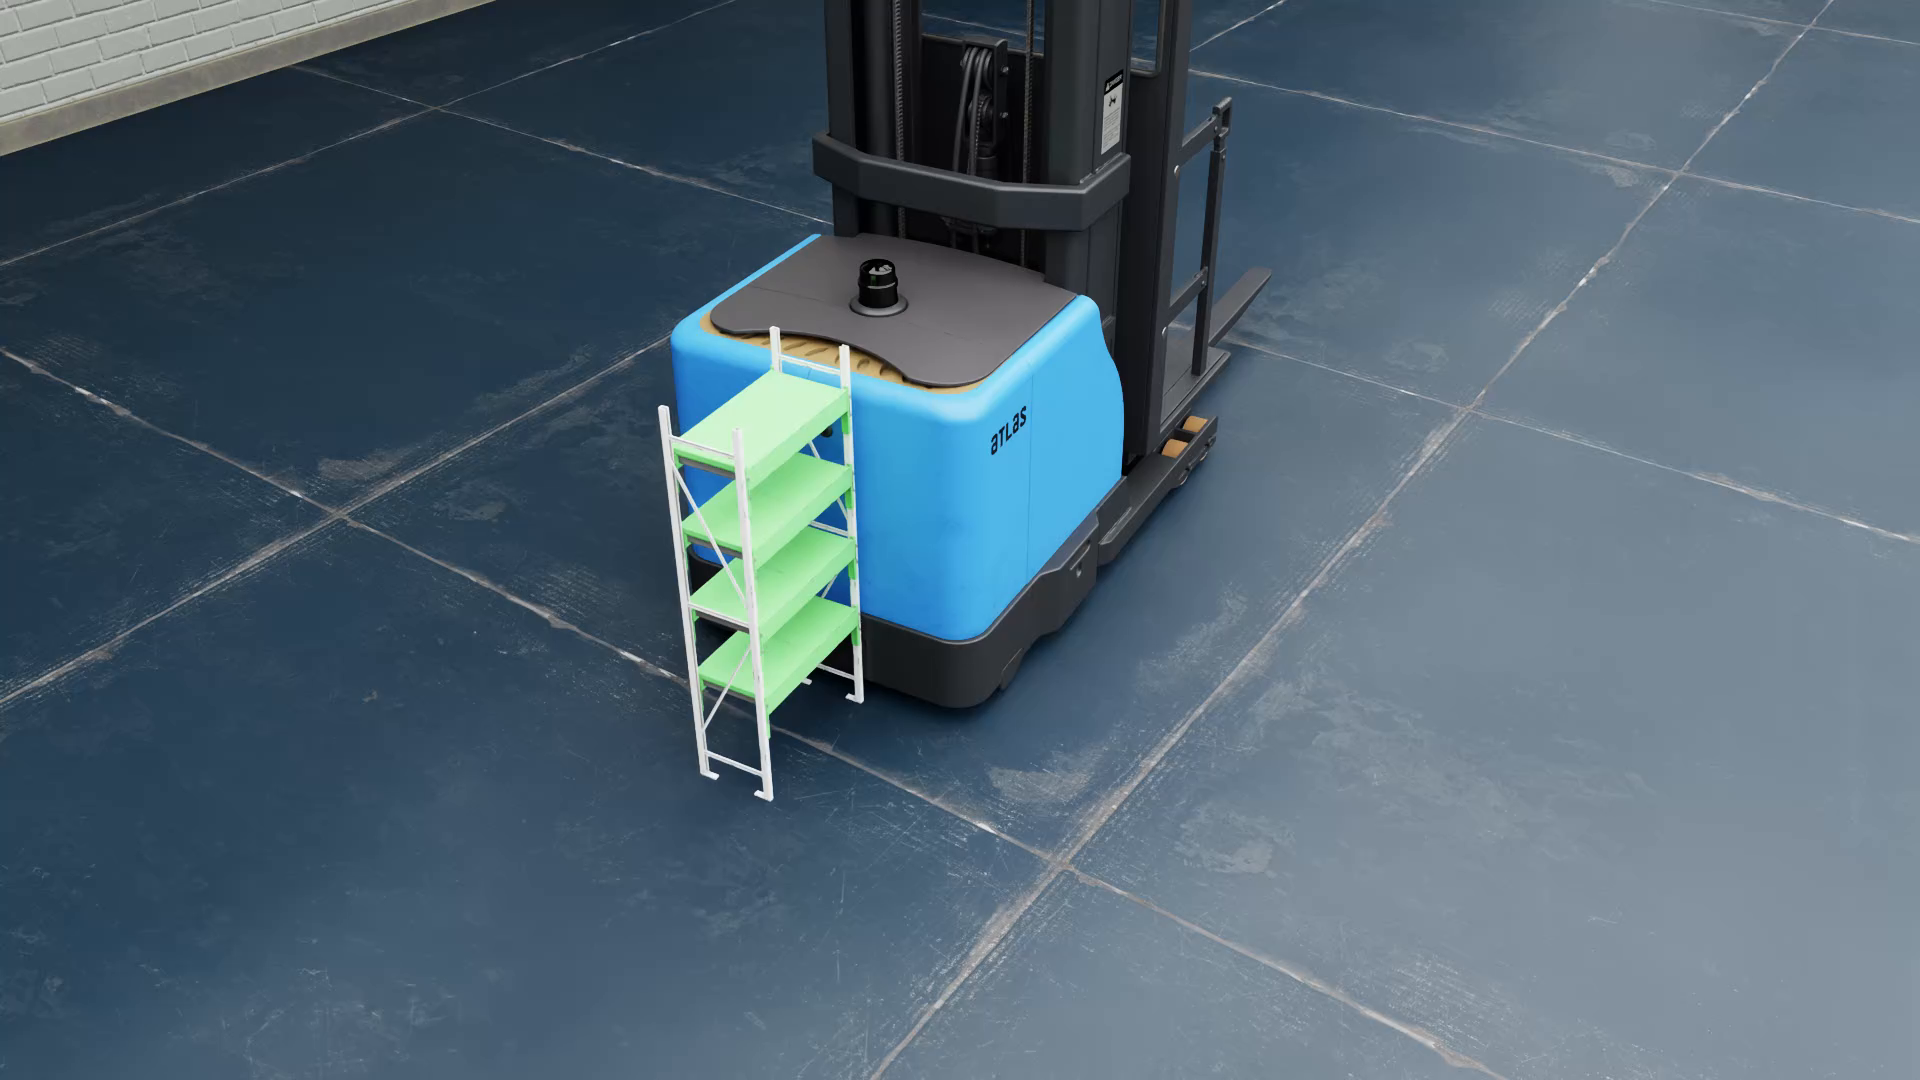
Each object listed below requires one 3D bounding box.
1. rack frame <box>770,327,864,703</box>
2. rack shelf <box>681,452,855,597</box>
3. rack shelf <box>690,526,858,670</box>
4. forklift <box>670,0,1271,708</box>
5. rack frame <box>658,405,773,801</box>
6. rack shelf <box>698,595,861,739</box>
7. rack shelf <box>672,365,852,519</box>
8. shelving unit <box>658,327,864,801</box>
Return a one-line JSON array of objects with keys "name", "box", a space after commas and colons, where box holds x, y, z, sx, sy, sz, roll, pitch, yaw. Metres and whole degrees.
[{"name": "rack frame", "box": [-0.400, -0.039, 4.737, 0.240, 1.200, 0.015, 17, 38, 23]}, {"name": "rack shelf", "box": [-0.517, -0.065, 4.461, 0.258, 0.148, 0.480, 17, 38, 23]}, {"name": "rack shelf", "box": [-0.517, 0.134, 4.595, 0.258, 0.148, 0.480, 17, 38, 23]}, {"name": "forklift", "box": [0.301, -1.523, 5.385, 1.130, 2.935, 3.031, 17, 38, 23]}, {"name": "rack frame", "box": [-0.634, 0.201, 4.382, 0.240, 1.200, 0.015, 17, 38, 23]}, {"name": "rack shelf", "box": [-0.517, 0.332, 4.730, 0.258, 0.148, 0.480, 17, 38, 23]}, {"name": "rack shelf", "box": [-0.517, -0.264, 4.326, 0.258, 0.148, 0.480, 17, 38, 23]}, {"name": "shelving unit", "box": [-0.517, 0.081, 4.560, 0.258, 1.200, 0.503, 17, 38, 23]}]
